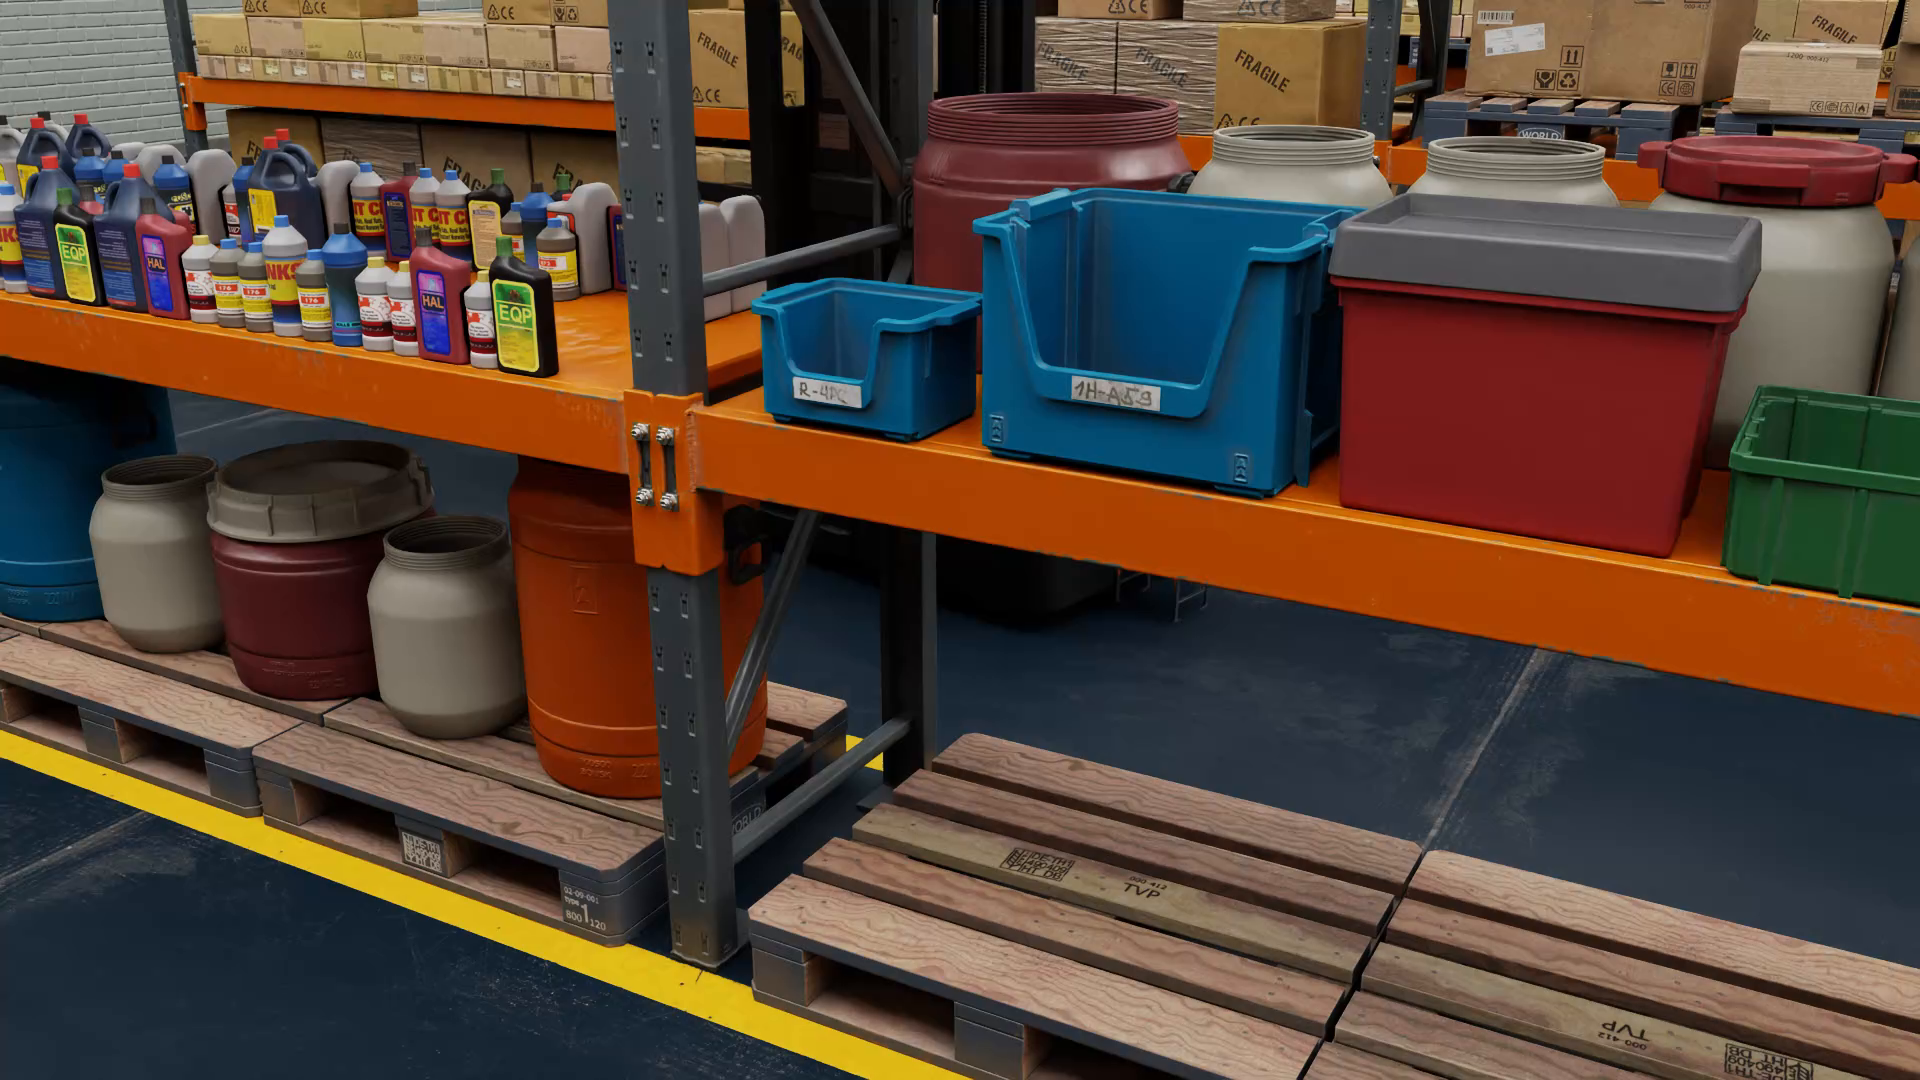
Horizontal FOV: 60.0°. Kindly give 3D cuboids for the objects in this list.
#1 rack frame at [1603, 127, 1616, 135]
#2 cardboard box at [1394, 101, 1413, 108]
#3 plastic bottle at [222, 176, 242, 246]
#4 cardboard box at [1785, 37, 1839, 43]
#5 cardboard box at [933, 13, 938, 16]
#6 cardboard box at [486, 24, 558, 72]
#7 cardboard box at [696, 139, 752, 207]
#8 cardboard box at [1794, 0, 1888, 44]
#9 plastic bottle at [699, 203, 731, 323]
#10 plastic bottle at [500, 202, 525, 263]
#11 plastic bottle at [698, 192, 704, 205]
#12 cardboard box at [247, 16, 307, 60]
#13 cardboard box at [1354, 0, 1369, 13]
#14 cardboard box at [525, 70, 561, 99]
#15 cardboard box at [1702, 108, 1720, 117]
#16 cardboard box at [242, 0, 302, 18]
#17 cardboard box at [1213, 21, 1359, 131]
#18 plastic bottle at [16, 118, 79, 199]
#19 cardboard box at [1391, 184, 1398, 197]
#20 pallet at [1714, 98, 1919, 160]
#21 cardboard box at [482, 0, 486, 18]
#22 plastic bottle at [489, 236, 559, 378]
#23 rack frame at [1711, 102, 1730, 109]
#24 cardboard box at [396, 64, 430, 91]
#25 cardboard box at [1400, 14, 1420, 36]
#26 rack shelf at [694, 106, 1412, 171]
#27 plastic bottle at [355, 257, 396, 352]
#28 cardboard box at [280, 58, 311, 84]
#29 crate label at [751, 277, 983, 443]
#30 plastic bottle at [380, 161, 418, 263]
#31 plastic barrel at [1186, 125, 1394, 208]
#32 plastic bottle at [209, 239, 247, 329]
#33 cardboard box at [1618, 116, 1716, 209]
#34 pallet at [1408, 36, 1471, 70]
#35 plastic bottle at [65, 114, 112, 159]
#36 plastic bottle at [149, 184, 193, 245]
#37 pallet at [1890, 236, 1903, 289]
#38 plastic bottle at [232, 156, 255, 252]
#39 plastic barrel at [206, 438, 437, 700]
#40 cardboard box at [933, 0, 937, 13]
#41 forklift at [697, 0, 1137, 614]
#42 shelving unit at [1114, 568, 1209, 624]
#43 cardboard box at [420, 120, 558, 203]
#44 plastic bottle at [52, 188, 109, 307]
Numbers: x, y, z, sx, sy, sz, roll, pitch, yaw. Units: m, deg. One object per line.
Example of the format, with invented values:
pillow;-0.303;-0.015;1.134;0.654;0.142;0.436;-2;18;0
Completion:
rack frame;4.567;-3.538;11.719;0.127;3.000;1.000;11;23;27
cardboard box;3.215;-3.270;12.931;0.500;0.250;0.500;11;23;28
plastic bottle;-2.152;-0.989;4.985;0.097;0.201;0.097;0;20;0
cardboard box;3.648;-2.015;7.104;0.258;0.266;0.396;10;22;26
cardboard box;-0.276;-2.473;8.636;0.500;0.500;0.500;10;22;26
cardboard box;-2.398;-2.893;9.726;0.500;0.250;0.500;12;23;29
cardboard box;-0.863;-1.841;9.543;0.875;0.875;1.225;11;23;27
cardboard box;5.713;-3.262;10.813;0.500;0.500;0.500;11;23;27
plastic bottle;-0.649;-0.668;3.990;0.135;0.276;0.152;11;23;27
plastic bottle;-1.184;-0.805;4.477;0.097;0.201;0.097;0;20;0
plastic bottle;-0.663;-0.739;4.192;0.097;0.271;0.097;0;20;0
cardboard box;-4.179;-3.233;10.663;0.500;0.250;0.500;10;22;27
cardboard box;3.015;-3.874;11.963;0.250;0.149;0.380;11;22;27
cardboard box;-2.307;-2.664;9.678;0.250;0.149;0.380;10;22;26
cardboard box;7.382;-3.893;15.938;0.625;0.372;0.950;9;22;24
cardboard box;-4.200;-3.587;10.539;0.500;0.500;0.500;10;22;26
cardboard box;1.509;-2.133;7.701;0.500;0.500;0.500;12;23;29
plastic bottle;-2.794;-1.117;5.117;0.185;0.351;0.144;11;23;27
cardboard box;3.414;-2.679;12.402;0.500;0.500;0.500;12;23;29
pallet;3.808;-1.671;6.854;1.213;0.211;1.003;11;23;27
cardboard box;-2.608;-3.490;10.272;0.500;0.500;0.500;10;22;26
plastic bottle;-0.916;-0.489;3.486;0.133;0.283;0.061;11;23;27
rack frame;9.311;-6.507;19.904;0.127;3.000;1.000;11;23;27
cardboard box;-3.202;-2.835;10.149;0.250;0.149;0.380;11;23;28
cardboard box;3.256;-3.689;11.890;0.250;0.149;0.380;10;22;27
rack shelf;0.314;-2.073;8.735;4.000;0.370;1.077;11;23;27
plastic bottle;-1.295;-0.530;3.718;0.097;0.201;0.097;0;20;0
cardboard box;-4.098;-3.005;10.620;0.250;0.149;0.380;10;22;26
crate label;-0.170;-0.343;3.158;0.416;0.233;0.303;11;23;27
plastic bottle;-1.562;-0.923;4.681;0.133;0.283;0.061;11;23;27
plastic barrel;0.647;-0.549;3.315;0.421;0.512;0.421;0;20;0
plastic bottle;-1.720;-0.611;3.941;0.097;0.201;0.097;0;20;0
cardboard box;5.055;-2.550;11.678;0.750;0.750;1.050;10;22;27
pallet;3.893;-3.535;11.991;1.003;0.211;1.213;11;23;27
plastic bottle;-2.724;-1.159;5.235;0.185;0.351;0.144;11;23;27
plastic bottle;-2.005;-0.753;4.213;0.133;0.283;0.061;11;23;27
pallet;6.280;-1.870;11.211;1.213;0.211;1.003;11;23;27
plastic bottle;-2.065;-0.982;4.862;0.097;0.271;0.097;0;20;0
plastic barrel;-1.777;0.068;4.698;0.708;0.588;0.600;11;23;27
cardboard box;-0.277;-3.041;8.731;0.637;0.503;0.797;11;23;28
forklift;-0.527;-1.528;6.279;3.031;2.935;1.130;16;26;38
shelving unit;0.704;-0.265;5.546;0.252;1.050;0.215;19;27;38
cardboard box;-2.755;-2.225;10.601;0.875;0.875;0.875;11;23;27
plastic bottle;-2.192;-0.732;4.155;0.133;0.283;0.061;11;23;27
